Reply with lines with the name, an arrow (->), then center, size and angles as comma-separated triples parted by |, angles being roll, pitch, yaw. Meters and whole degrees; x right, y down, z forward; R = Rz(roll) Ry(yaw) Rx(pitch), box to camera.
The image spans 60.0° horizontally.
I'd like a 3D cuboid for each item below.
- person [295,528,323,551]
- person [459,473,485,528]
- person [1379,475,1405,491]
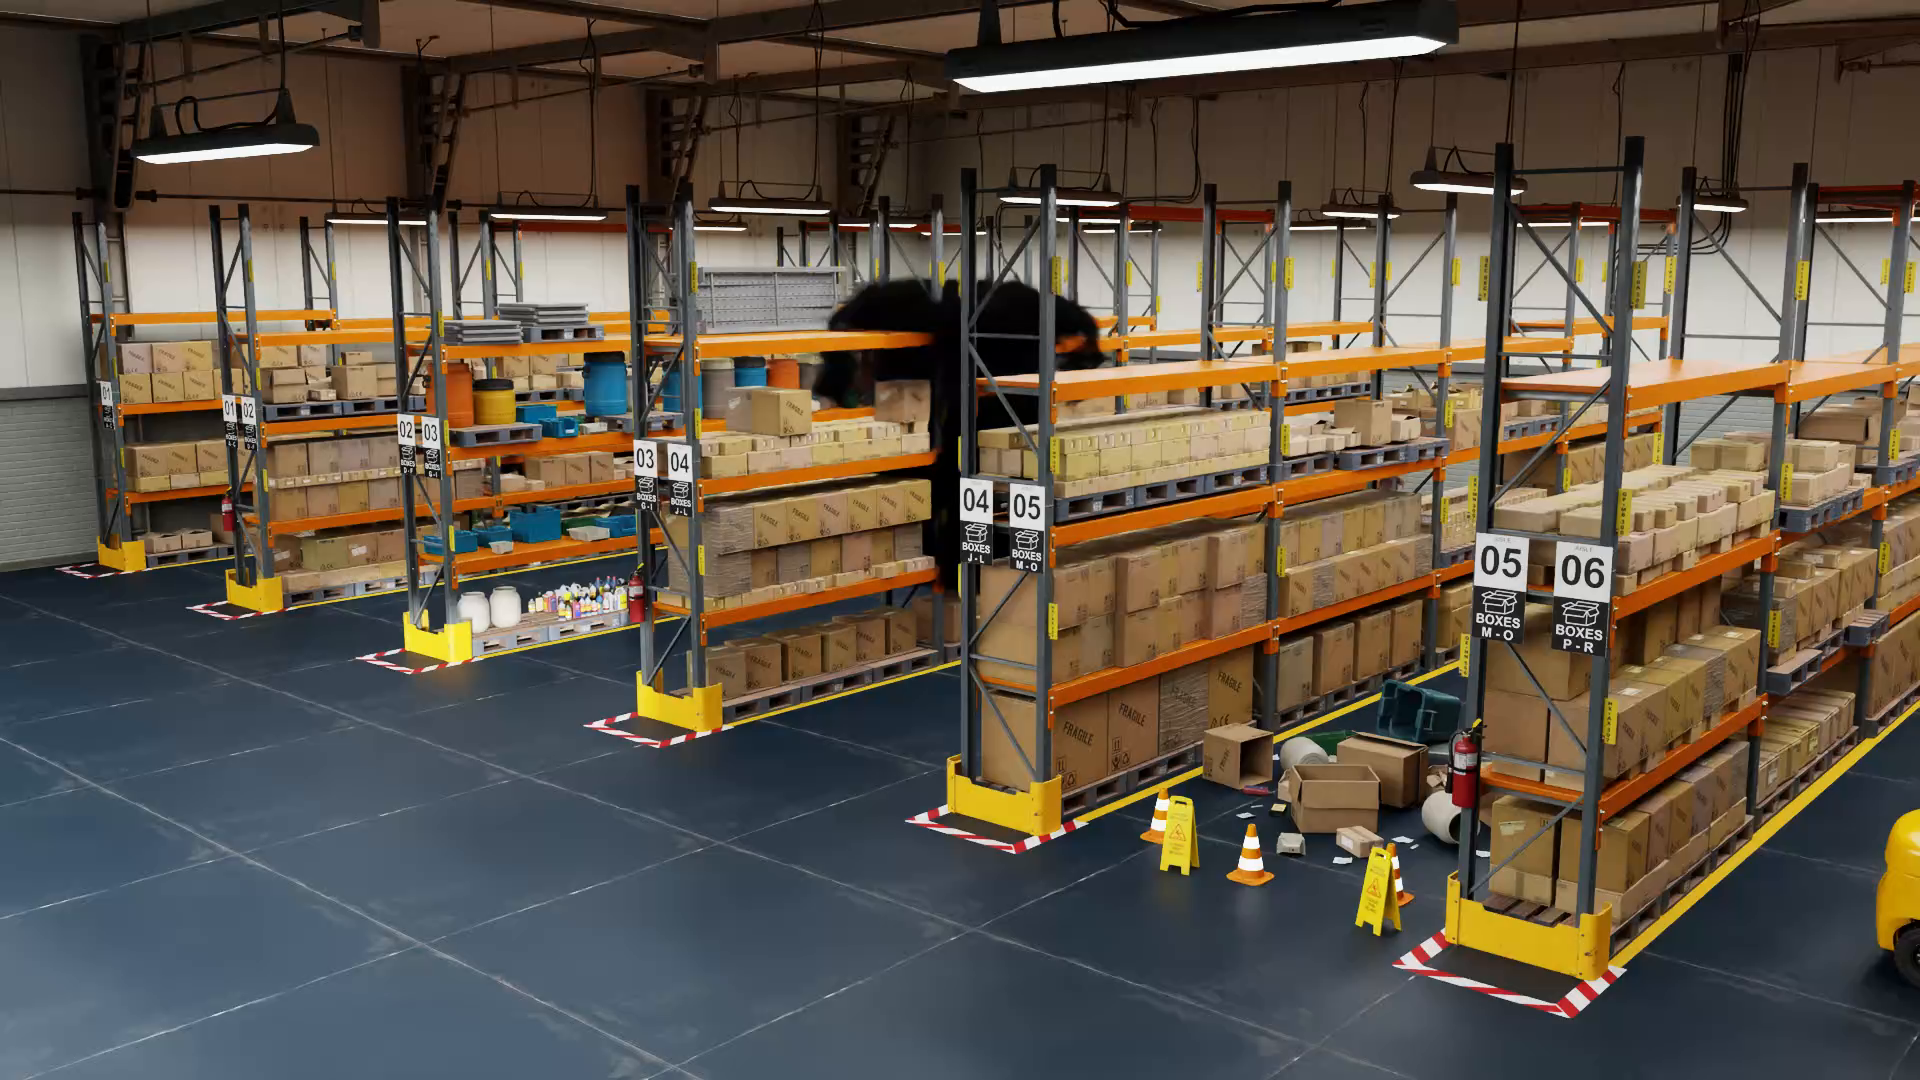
person -> -10.784, -0.285, 27.638 | 0.649, 1.750, 0.611 | 4, 10, 23
person -> -8.855, -0.679, 29.925 | 0.654, 1.811, 0.991 | 7, 12, 35
person -> 8.069, -0.900, 31.476 | 0.751, 1.759, 0.730 | -8, 12, -40
